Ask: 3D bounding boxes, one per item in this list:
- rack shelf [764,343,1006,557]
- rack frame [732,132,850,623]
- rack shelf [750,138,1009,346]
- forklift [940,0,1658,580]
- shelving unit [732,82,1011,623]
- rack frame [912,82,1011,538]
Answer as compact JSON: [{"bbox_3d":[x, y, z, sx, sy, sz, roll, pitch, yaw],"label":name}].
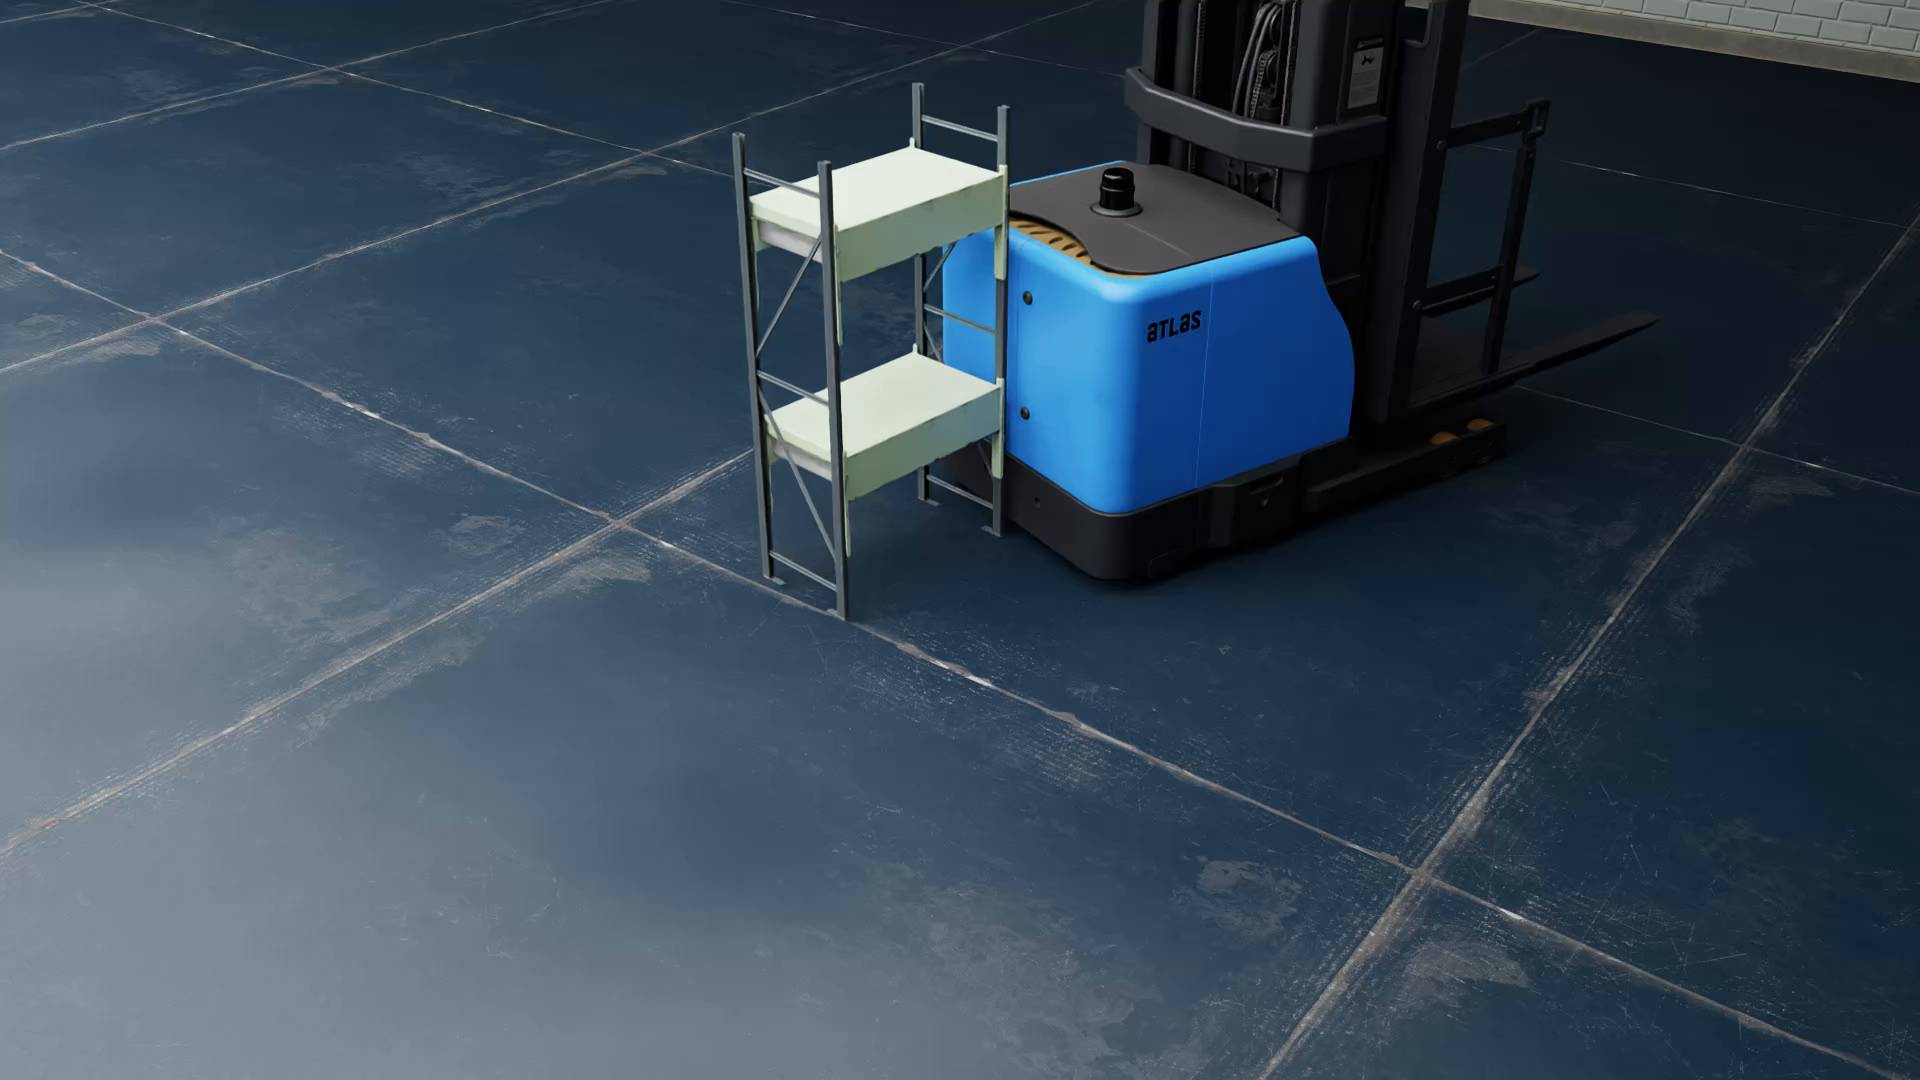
[{"bbox_3d":[-0.251,-0.310,5.441,0.431,0.370,0.720,26,39,36],"label":"rack shelf"},{"bbox_3d":[-0.503,-0.455,5.047,0.400,1.500,0.023,26,39,36],"label":"rack frame"},{"bbox_3d":[-0.251,-0.926,5.076,0.431,0.370,0.720,26,39,36],"label":"rack shelf"},{"bbox_3d":[1.436,-1.698,5.741,3.031,2.935,1.130,-19,35,-28],"label":"forklift"},{"bbox_3d":[-0.251,-0.590,5.275,0.431,1.500,0.755,26,39,36],"label":"shelving unit"},{"bbox_3d":[0.002,-0.725,5.503,0.400,1.500,0.023,26,39,36],"label":"rack frame"}]
